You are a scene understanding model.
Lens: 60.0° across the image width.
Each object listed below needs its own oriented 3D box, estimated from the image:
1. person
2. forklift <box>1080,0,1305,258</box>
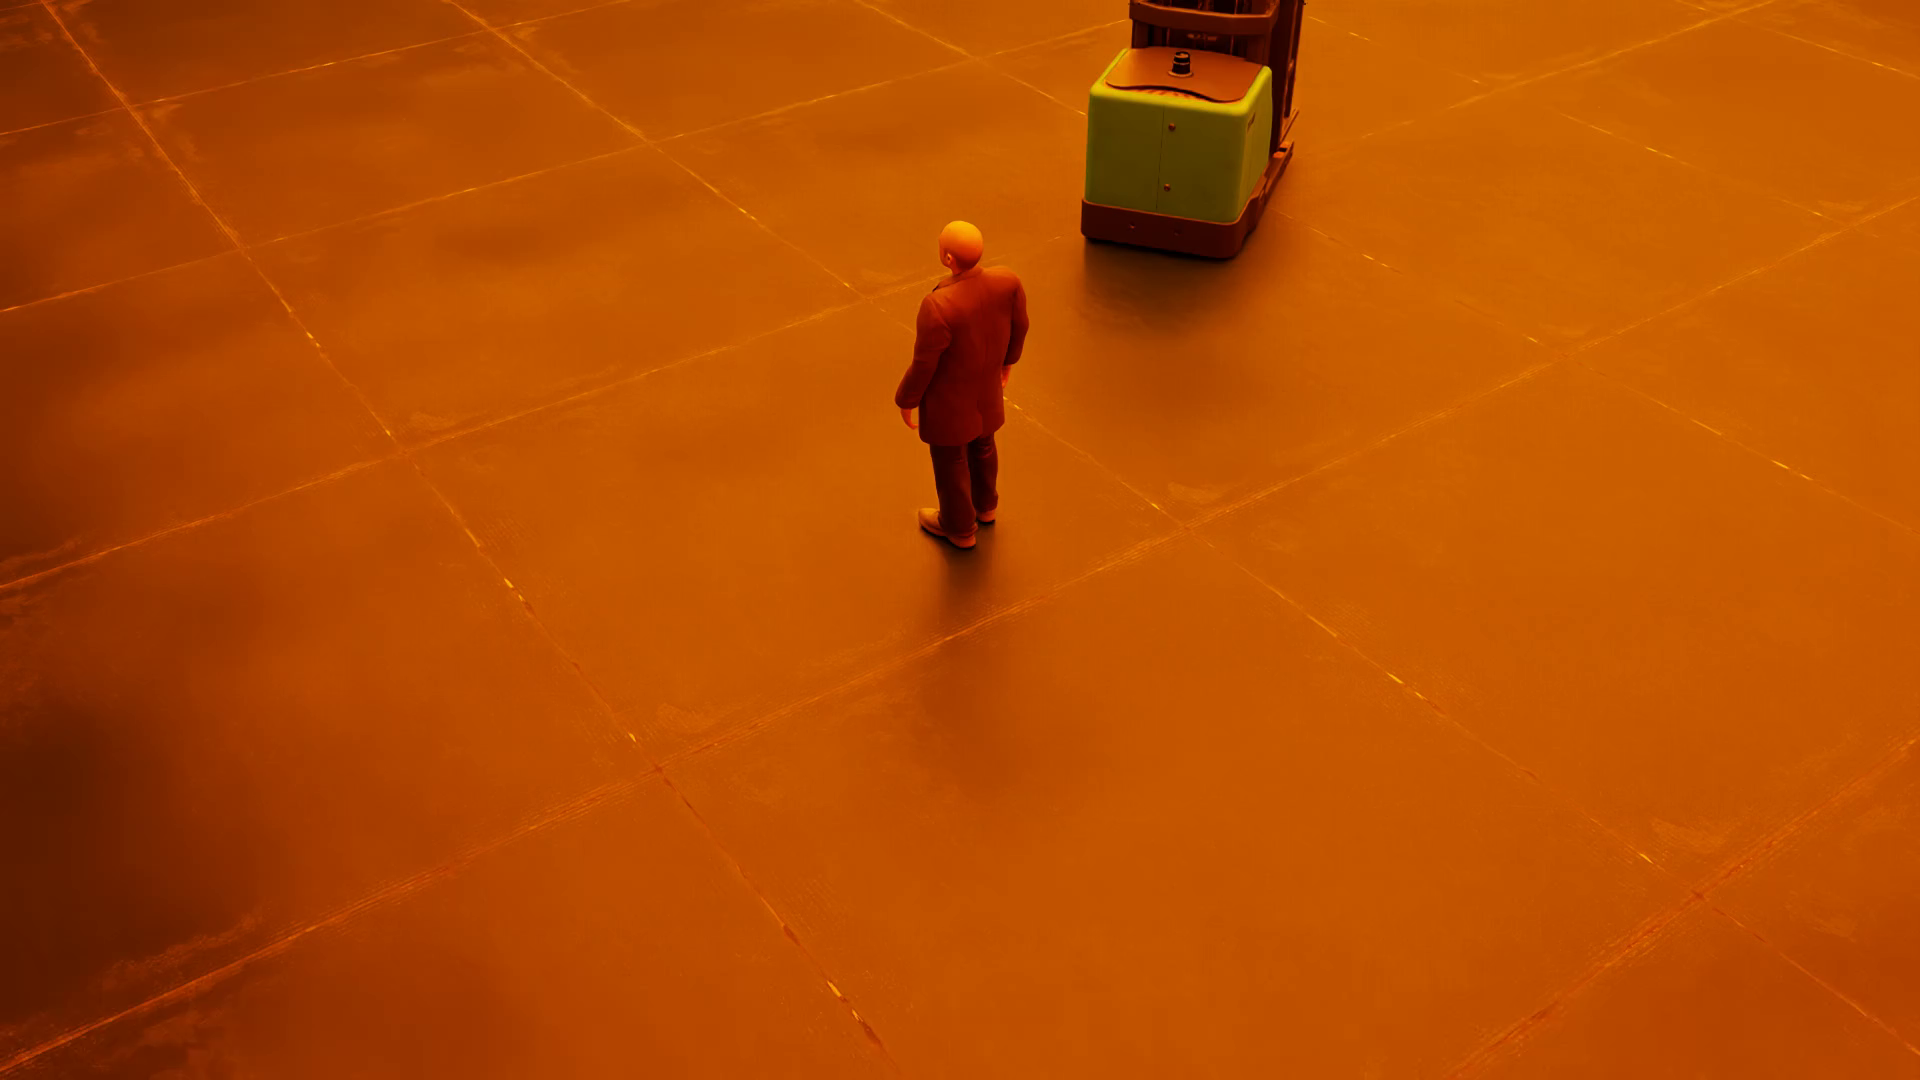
[{"bbox_3d":[-0.049,-0.766,7.939,0.696,1.775,0.582,-23,42,-28],"label":"person"},{"bbox_3d":[1.787,-3.876,11.186,1.130,2.935,3.031,12,38,16],"label":"forklift"}]
